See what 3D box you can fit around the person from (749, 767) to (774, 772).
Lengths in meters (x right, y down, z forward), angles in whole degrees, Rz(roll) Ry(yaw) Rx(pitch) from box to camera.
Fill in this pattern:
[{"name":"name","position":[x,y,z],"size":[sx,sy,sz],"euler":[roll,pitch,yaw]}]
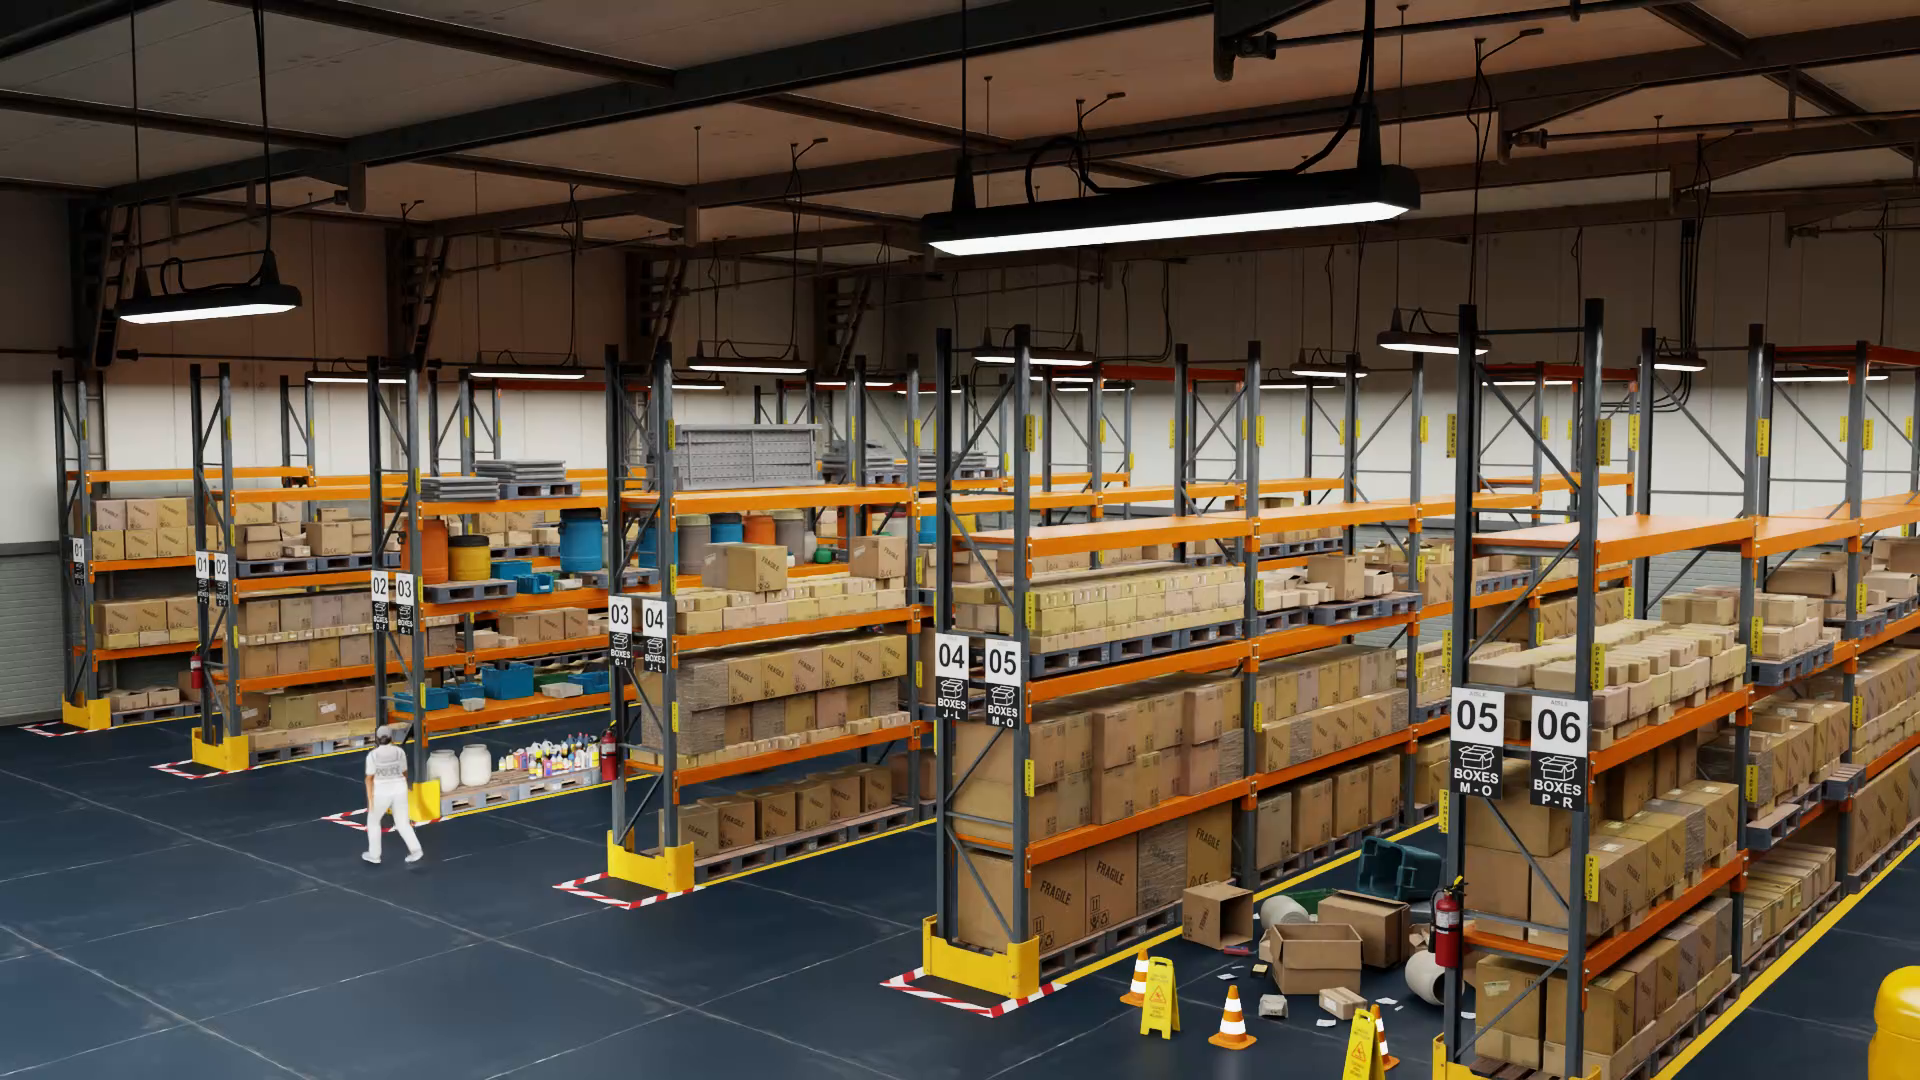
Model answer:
[{"name":"person","position":[-2.886,2.501,24.378],"size":[0.496,1.772,0.584],"euler":[-3,5,-34]}]

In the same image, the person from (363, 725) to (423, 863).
[{"name":"person","position":[-6.609,2.957,19.223],"size":[0.962,1.620,0.475],"euler":[4,6,44]}]
